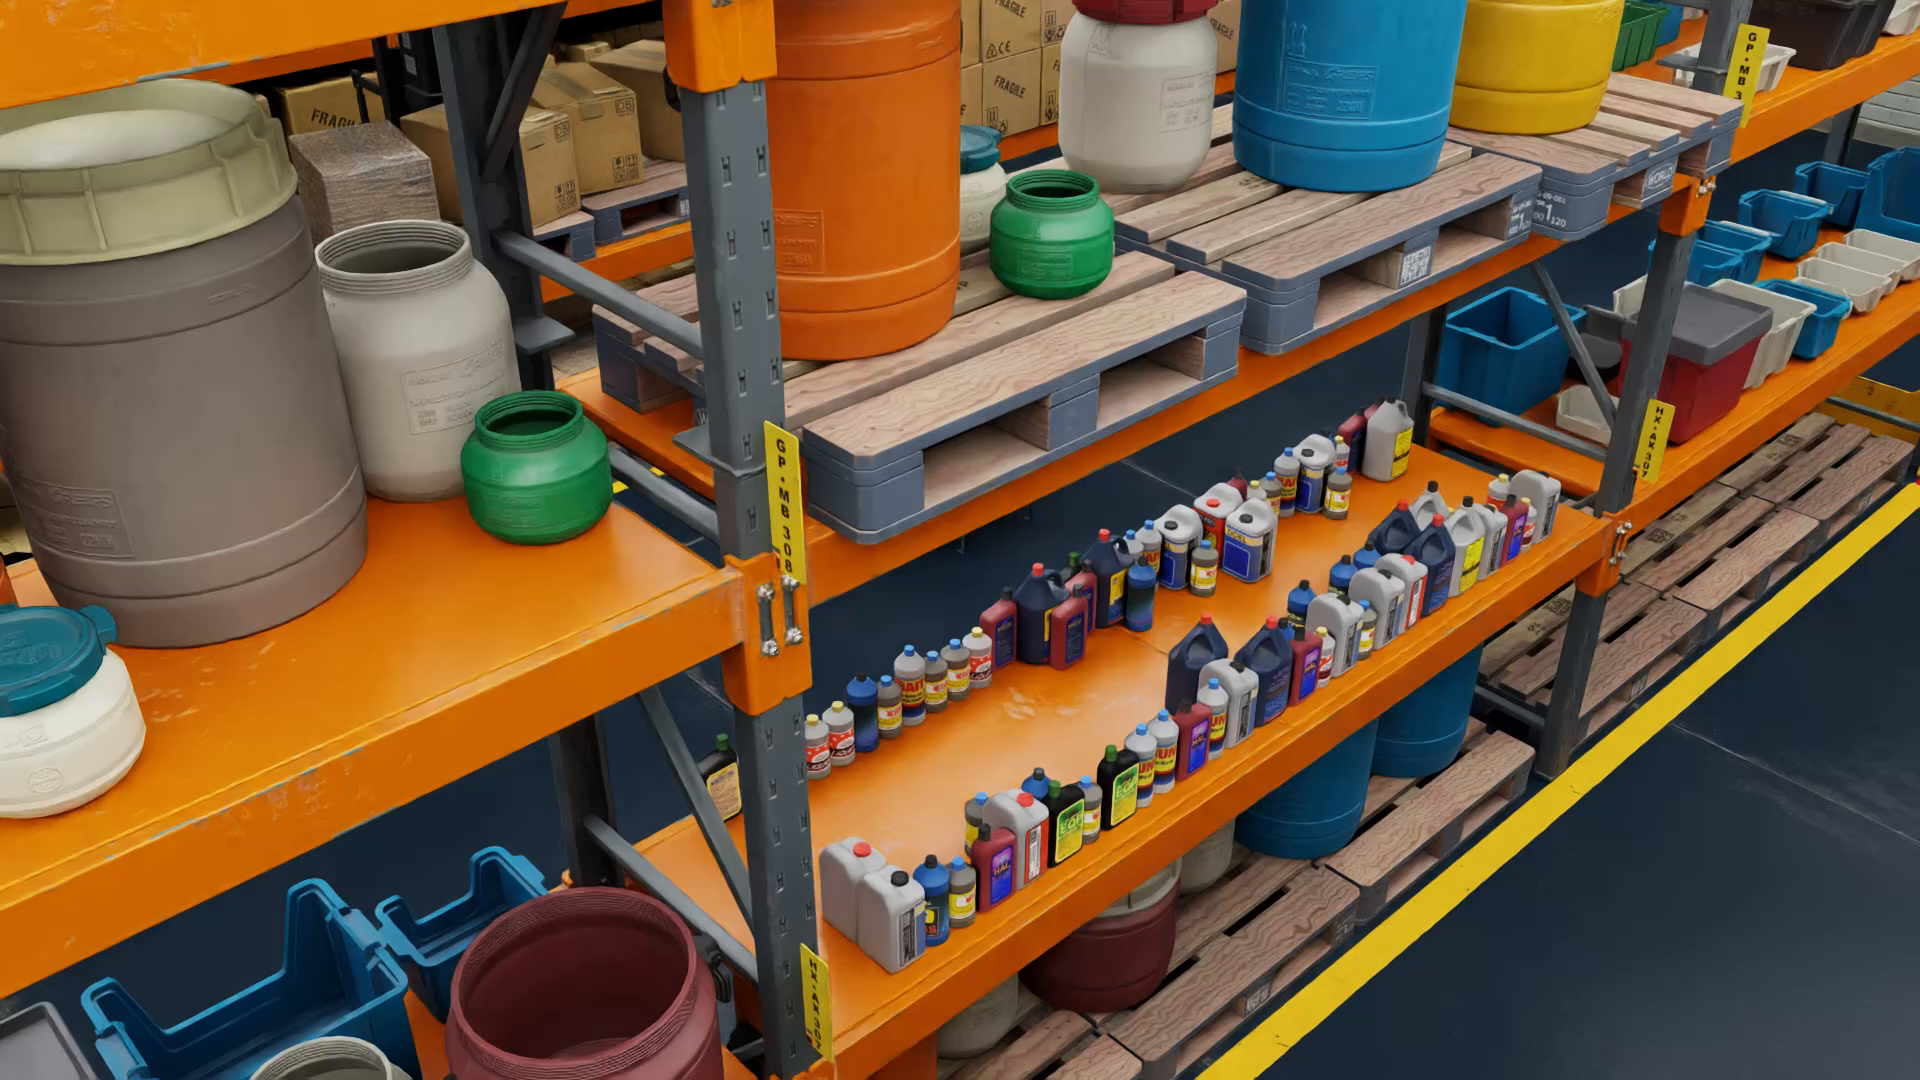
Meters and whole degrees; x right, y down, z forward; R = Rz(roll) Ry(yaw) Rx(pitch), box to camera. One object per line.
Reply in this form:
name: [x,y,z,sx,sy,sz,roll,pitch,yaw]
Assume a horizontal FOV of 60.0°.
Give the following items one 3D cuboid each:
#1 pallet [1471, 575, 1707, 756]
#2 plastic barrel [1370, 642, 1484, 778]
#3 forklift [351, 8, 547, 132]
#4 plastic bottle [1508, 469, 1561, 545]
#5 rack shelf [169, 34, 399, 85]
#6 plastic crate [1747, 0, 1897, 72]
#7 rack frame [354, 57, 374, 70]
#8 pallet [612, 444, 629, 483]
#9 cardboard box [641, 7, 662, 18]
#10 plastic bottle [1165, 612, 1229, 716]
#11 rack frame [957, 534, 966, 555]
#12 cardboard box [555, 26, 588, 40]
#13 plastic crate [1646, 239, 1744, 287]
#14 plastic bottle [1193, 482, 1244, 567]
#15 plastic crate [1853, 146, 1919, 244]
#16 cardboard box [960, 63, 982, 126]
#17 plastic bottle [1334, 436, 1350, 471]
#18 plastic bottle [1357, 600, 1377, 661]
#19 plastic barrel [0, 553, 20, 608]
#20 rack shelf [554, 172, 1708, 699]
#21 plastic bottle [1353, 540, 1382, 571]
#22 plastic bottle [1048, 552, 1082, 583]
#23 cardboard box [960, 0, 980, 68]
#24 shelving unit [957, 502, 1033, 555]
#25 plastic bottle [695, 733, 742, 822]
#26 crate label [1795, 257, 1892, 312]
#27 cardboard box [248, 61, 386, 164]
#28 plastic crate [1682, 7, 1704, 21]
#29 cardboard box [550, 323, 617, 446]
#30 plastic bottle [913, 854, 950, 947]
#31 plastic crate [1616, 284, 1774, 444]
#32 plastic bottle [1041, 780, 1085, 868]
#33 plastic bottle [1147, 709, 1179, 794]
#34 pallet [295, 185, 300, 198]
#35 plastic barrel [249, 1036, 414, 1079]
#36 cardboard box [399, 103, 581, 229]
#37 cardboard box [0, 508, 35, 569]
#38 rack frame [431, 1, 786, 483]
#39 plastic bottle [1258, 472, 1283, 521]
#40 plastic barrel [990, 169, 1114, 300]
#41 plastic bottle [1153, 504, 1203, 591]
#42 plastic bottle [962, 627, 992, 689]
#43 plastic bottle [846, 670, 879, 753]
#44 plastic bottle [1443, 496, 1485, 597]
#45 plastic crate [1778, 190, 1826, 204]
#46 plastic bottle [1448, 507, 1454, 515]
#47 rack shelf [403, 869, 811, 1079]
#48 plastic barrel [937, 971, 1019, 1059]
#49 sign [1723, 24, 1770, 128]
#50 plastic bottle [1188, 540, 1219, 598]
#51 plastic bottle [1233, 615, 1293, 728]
pallet: [2.729,0.453,7.807,1.213,0.211,1.003,-26,40,-35]
plastic barrel: [1.806,0.441,6.762,0.708,0.901,0.600,-26,40,-35]
forklift: [-3.597,-3.375,11.459,1.130,2.935,3.031,-25,39,-34]
plastic bottle: [2.147,-0.145,6.231,0.135,0.276,0.152,-26,40,-35]
rack shelf: [-5.986,-3.235,11.854,4.000,0.370,1.077,-26,40,-35]
plastic crate: [3.314,-2.021,6.430,0.590,0.269,0.497,-26,40,-35]
rack frame: [-4.520,-4.251,12.827,0.127,3.000,1.000,-26,40,-35]
pallet: [-2.614,-0.430,9.251,1.213,0.211,1.003,-26,40,-35]
cardboard box: [-2.631,-4.625,14.810,0.250,0.149,0.380,-25,40,-35]
plastic bottle: [0.755,0.391,5.282,0.185,0.351,0.144,-26,40,-35]
rack frame: [-0.058,-0.484,8.391,0.015,1.200,0.240,-26,40,-35]
cardboard box: [-3.379,-4.262,14.216,0.250,0.149,0.380,-25,40,-35]
plastic crate: [3.559,-1.299,8.102,0.300,0.233,0.416,-26,40,-35]
plastic bottle: [0.939,-0.061,6.094,0.135,0.276,0.152,-26,40,-35]
plastic crate: [5.031,-1.731,8.613,0.499,0.435,0.616,-26,40,-35]
cardboard box: [-0.216,-2.659,10.128,0.500,0.500,0.500,-25,39,-35]
plastic bottle: [1.488,-0.314,6.579,0.097,0.201,0.097,0,31,0]
plastic bottle: [1.344,0.295,5.583,0.097,0.201,0.097,0,31,0]
plastic barrel: [-1.946,-0.065,2.694,0.708,0.830,0.600,-26,40,-35]
rack shelf: [0.750,-0.725,4.874,4.000,0.370,1.077,-26,40,-35]
plastic bottle: [1.411,0.124,5.795,0.097,0.271,0.097,0,31,0]
plastic bottle: [0.361,0.182,5.688,0.133,0.283,0.061,-26,40,-35]
cardboard box: [-0.234,-3.069,9.840,0.500,0.500,0.500,-27,41,-37]
shelving unit: [0.121,-0.571,8.533,0.503,1.200,0.258,-26,40,-35]
plastic bottle: [-0.710,0.701,4.841,0.133,0.283,0.061,-26,40,-35]
crate label: [4.265,-1.229,8.080,0.243,0.136,0.396,-26,40,-35]
cardboard box: [-4.908,-3.233,12.820,0.750,0.750,0.750,-25,40,-35]
plastic crate: [2.890,-2.225,6.891,0.466,0.136,0.293,-26,40,-35]
cardboard box: [-2.052,-0.844,9.230,0.500,0.500,0.500,-25,39,-35]
plastic bottle: [-0.076,0.952,4.441,0.097,0.271,0.097,0,31,0]
plastic crate: [3.042,-0.735,6.958,0.583,0.464,0.402,-26,40,-35]
plastic bottle: [0.289,0.783,4.706,0.133,0.283,0.061,-26,40,-35]
plastic bottle: [0.602,0.624,4.977,0.097,0.271,0.097,0,31,0]
pallet: [-5.034,-2.759,13.060,1.213,0.211,1.003,-26,40,-35]
plastic barrel: [-1.326,1.356,3.549,0.421,0.512,0.421,0,31,0]
cardboard box: [-2.402,-1.929,8.531,0.700,0.500,0.500,18,36,27]
cardboard box: [-4.298,0.096,7.413,0.500,0.311,0.500,-25,39,-34]
rack frame: [-0.717,-1.602,2.744,0.127,3.000,1.000,-26,40,-35]
plastic bottle: [1.175,-0.163,6.332,0.097,0.201,0.097,0,31,0]
plastic barrel: [0.217,-0.723,3.928,0.294,0.245,0.294,0,31,0]
plastic bottle: [0.769,0.021,5.960,0.135,0.276,0.152,-26,40,-35]
plastic bottle: [0.056,0.378,5.447,0.097,0.201,0.097,0,31,0]
plastic bottle: [-0.301,0.521,5.146,0.097,0.271,0.097,0,31,0]
plastic bottle: [1.765,0.011,5.904,0.185,0.351,0.144,-26,40,-35]
plastic crate: [4.453,-1.749,8.931,0.298,0.136,0.250,-26,40,-35]
plastic bottle: [1.781,-0.025,6.105,0.097,0.201,0.097,0,31,0]
rack shelf: [-2.183,1.974,3.336,4.000,0.370,1.077,-26,40,-35]
plastic barrel: [-0.016,1.425,5.526,0.421,0.512,0.421,0,31,0]
sign: [2.589,-1.534,5.499,0.005,0.325,0.100,-26,40,-35]
plastic bottle: [0.867,0.094,5.912,0.097,0.201,0.097,0,31,0]
plastic bottle: [0.957,0.402,5.265,0.185,0.351,0.144,-26,40,-35]
